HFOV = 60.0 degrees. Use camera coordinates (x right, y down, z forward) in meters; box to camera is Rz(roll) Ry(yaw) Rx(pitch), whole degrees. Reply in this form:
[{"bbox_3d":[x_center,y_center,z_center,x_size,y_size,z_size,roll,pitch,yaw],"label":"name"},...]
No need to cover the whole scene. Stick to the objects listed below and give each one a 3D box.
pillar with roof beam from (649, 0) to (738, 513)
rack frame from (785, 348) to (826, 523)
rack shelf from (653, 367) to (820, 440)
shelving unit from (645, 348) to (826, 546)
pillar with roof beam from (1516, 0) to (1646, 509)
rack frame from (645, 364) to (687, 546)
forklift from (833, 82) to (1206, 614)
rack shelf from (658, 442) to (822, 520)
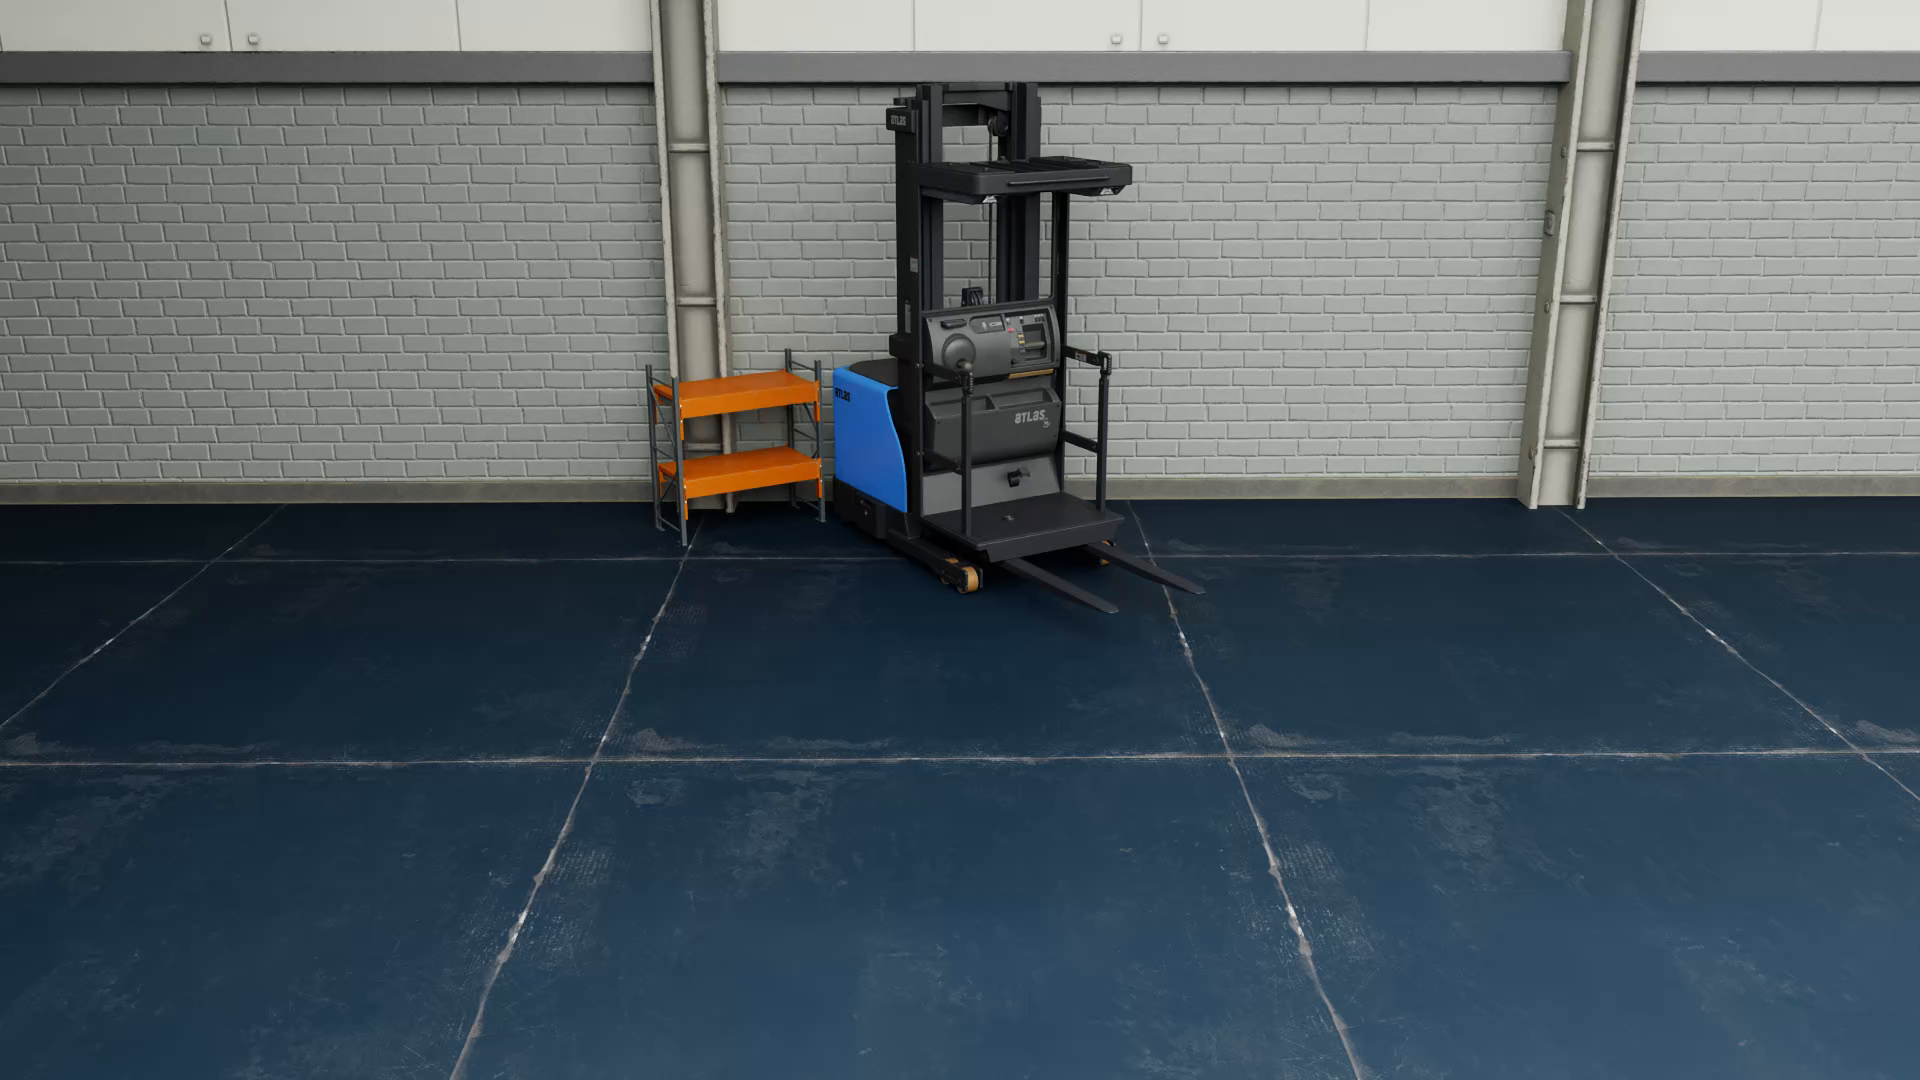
[{"bbox_3d":[-1.718,-3.210,6.322,0.400,9.000,9.100,0,18,-1],"label":"pillar with roof beam"},{"bbox_3d":[-1.068,-0.723,11.461,0.032,1.125,0.500,-11,21,-30],"label":"rack frame"},{"bbox_3d":[-1.502,-0.921,11.120,1.000,0.278,0.538,-11,21,-30],"label":"rack shelf"},{"bbox_3d":[-1.502,-0.643,11.209,1.048,1.125,0.538,-11,21,-30],"label":"shelving unit"},{"bbox_3d":[4.281,-3.239,6.413,0.400,9.000,9.100,0,18,-1],"label":"pillar with roof beam"},{"bbox_3d":[-1.936,-0.562,10.957,0.032,1.125,0.500,-11,21,-30],"label":"rack frame"},{"bbox_3d":[0.322,-1.233,10.093,1.130,2.935,3.031,-10,21,-30],"label":"forklift"},{"bbox_3d":[-1.502,-0.410,11.284,1.000,0.278,0.538,-11,21,-30],"label":"rack shelf"}]
